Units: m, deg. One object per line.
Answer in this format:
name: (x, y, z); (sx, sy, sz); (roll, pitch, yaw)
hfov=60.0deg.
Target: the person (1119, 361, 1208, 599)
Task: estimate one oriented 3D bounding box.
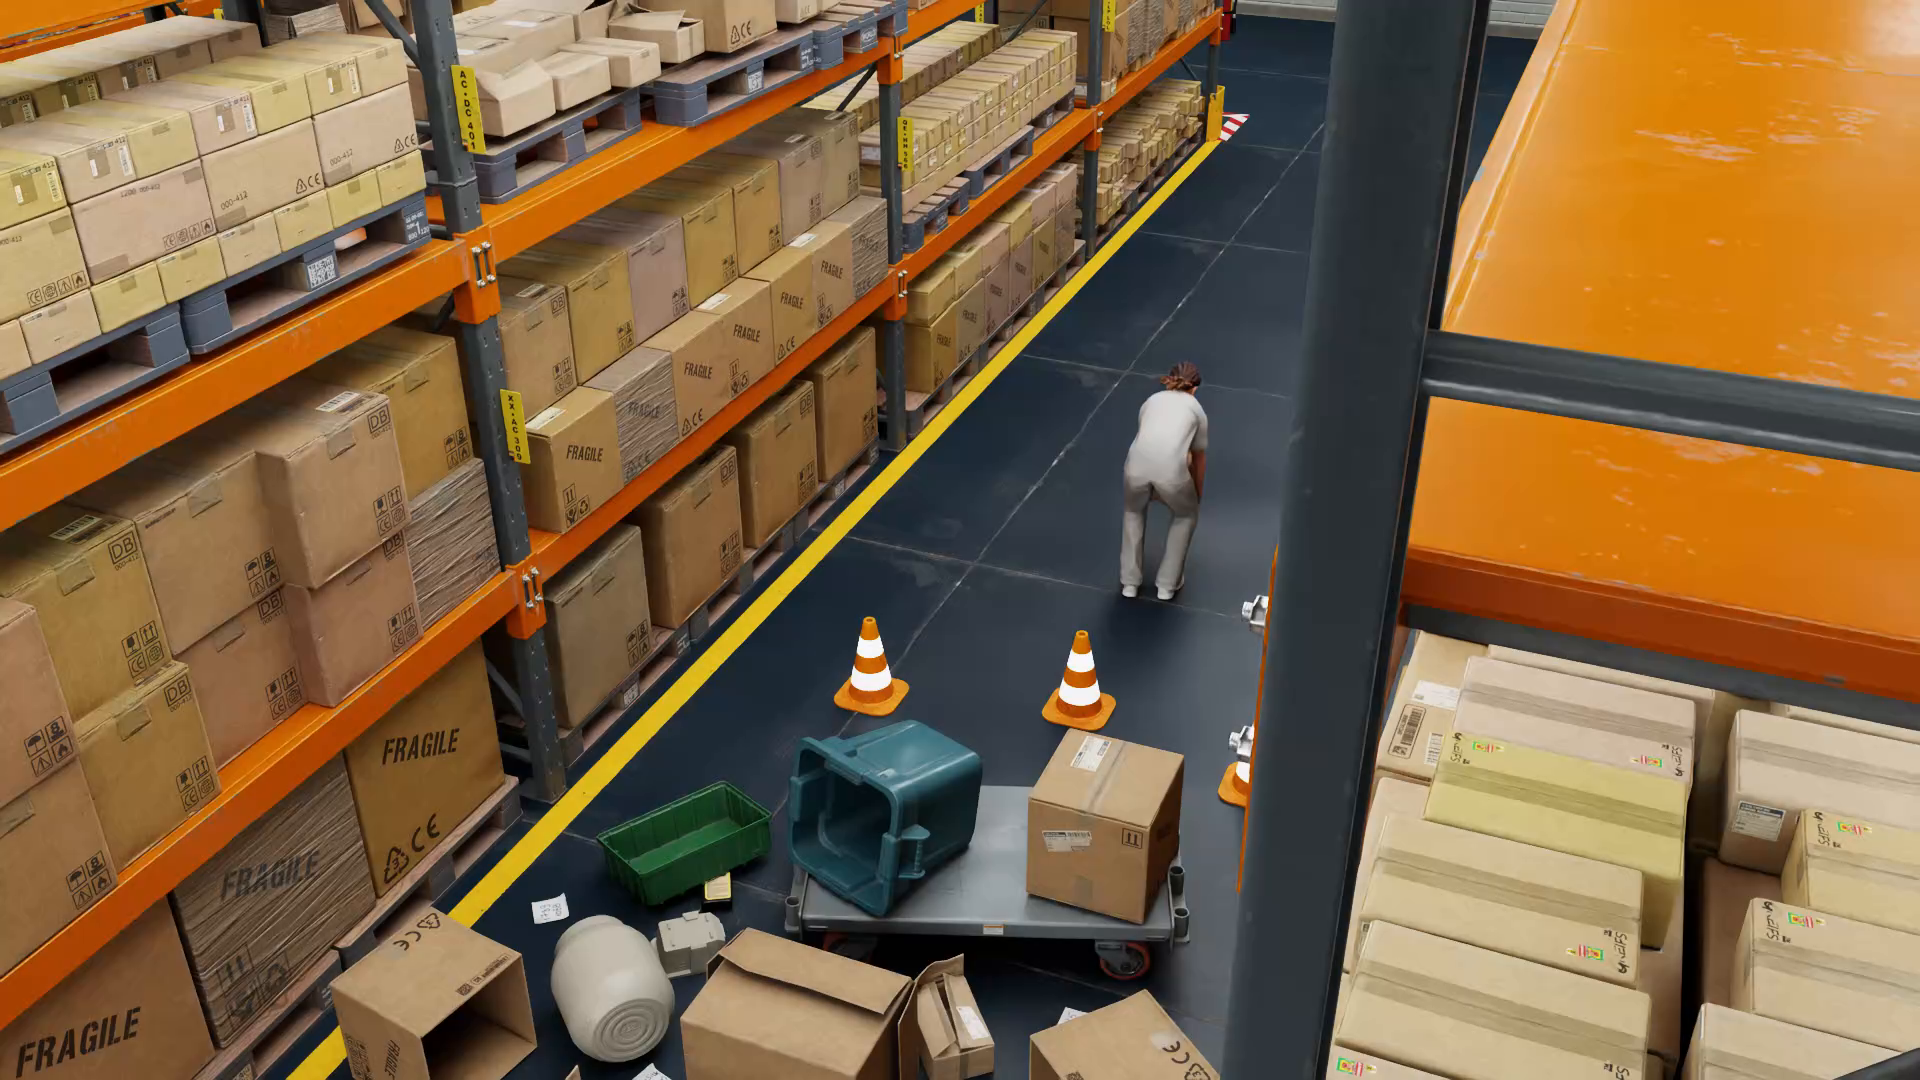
person: (1.167, -0.327, 9.431); (0.427, 1.217, 0.836); (10, 31, 17)
